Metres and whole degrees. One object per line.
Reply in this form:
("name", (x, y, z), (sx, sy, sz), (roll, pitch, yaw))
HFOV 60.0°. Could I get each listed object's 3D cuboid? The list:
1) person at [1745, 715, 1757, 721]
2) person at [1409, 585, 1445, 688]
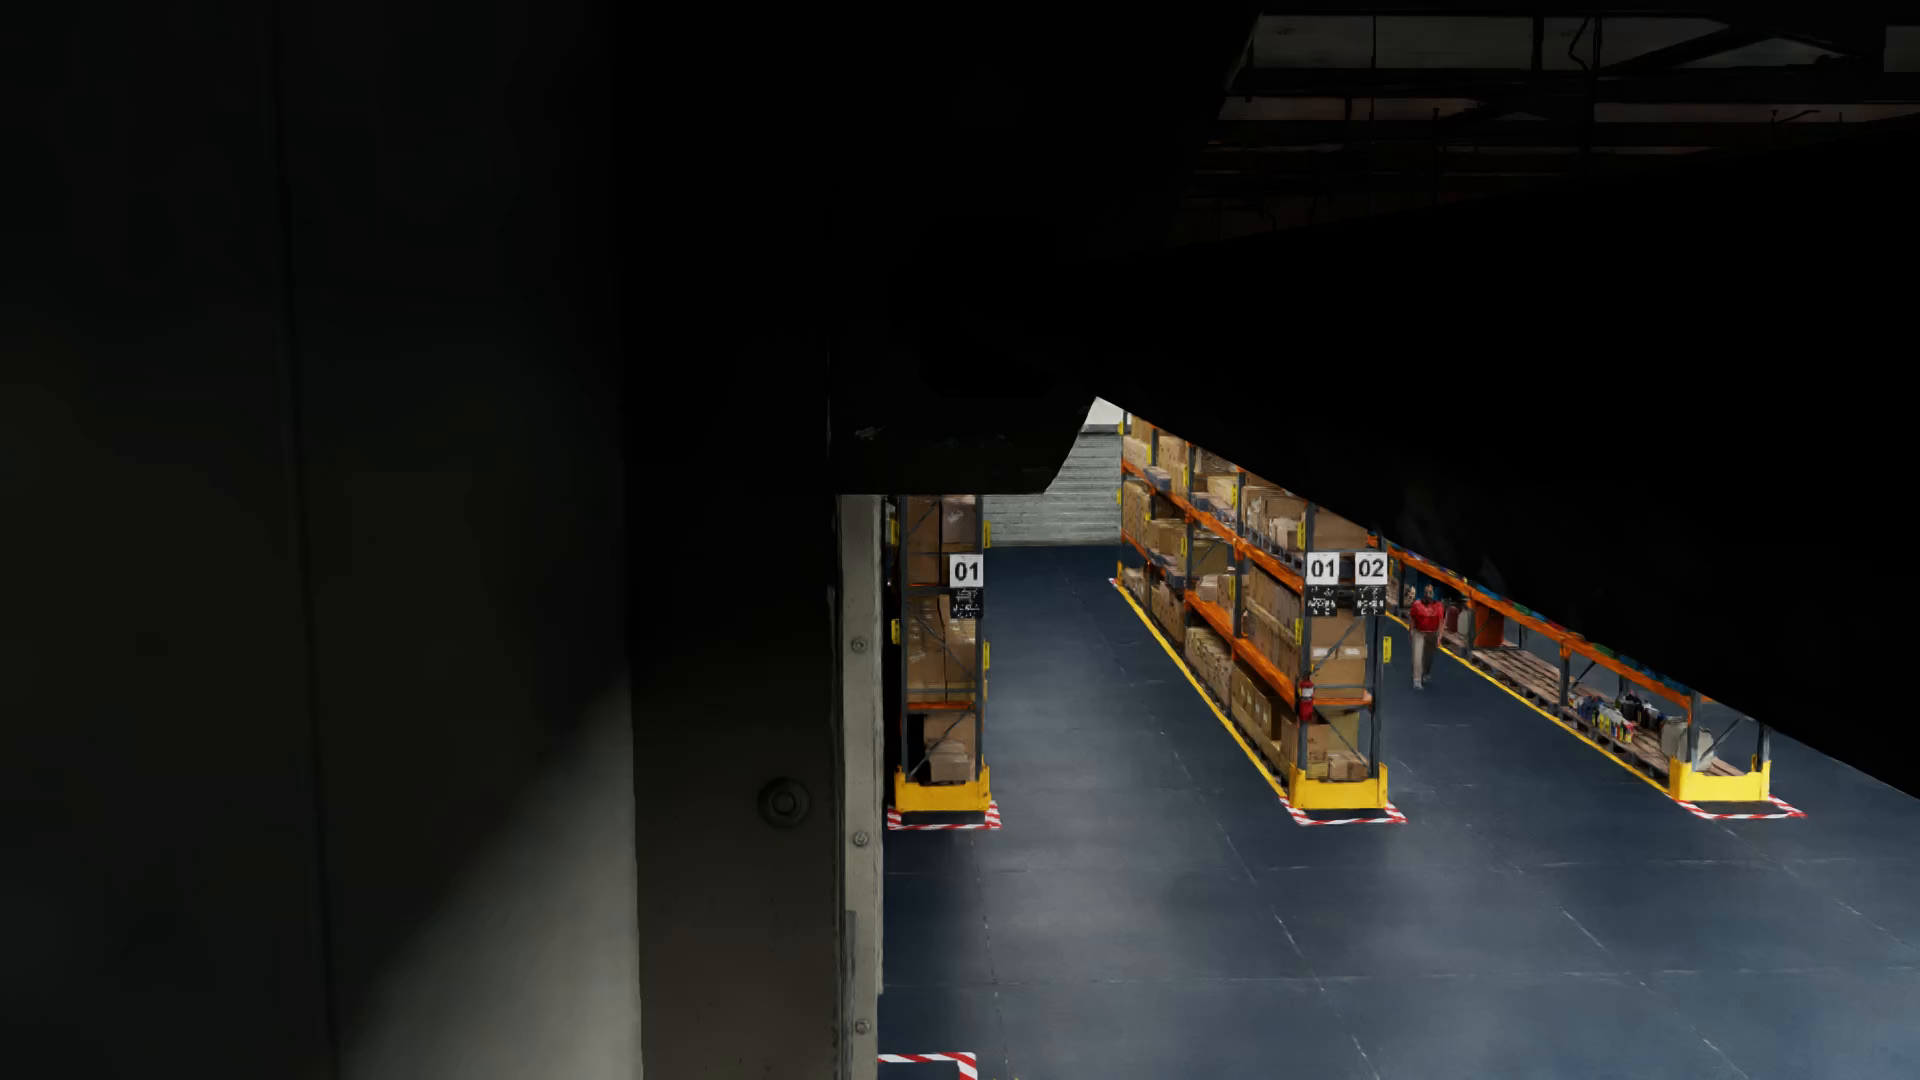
("person", (11.960, 1.895, 24.354), (0.580, 1.698, 1.098), (-2, 9, -11))
("person", (7.550, 1.541, 26.885), (0.532, 1.659, 1.023), (1, 8, 6))
